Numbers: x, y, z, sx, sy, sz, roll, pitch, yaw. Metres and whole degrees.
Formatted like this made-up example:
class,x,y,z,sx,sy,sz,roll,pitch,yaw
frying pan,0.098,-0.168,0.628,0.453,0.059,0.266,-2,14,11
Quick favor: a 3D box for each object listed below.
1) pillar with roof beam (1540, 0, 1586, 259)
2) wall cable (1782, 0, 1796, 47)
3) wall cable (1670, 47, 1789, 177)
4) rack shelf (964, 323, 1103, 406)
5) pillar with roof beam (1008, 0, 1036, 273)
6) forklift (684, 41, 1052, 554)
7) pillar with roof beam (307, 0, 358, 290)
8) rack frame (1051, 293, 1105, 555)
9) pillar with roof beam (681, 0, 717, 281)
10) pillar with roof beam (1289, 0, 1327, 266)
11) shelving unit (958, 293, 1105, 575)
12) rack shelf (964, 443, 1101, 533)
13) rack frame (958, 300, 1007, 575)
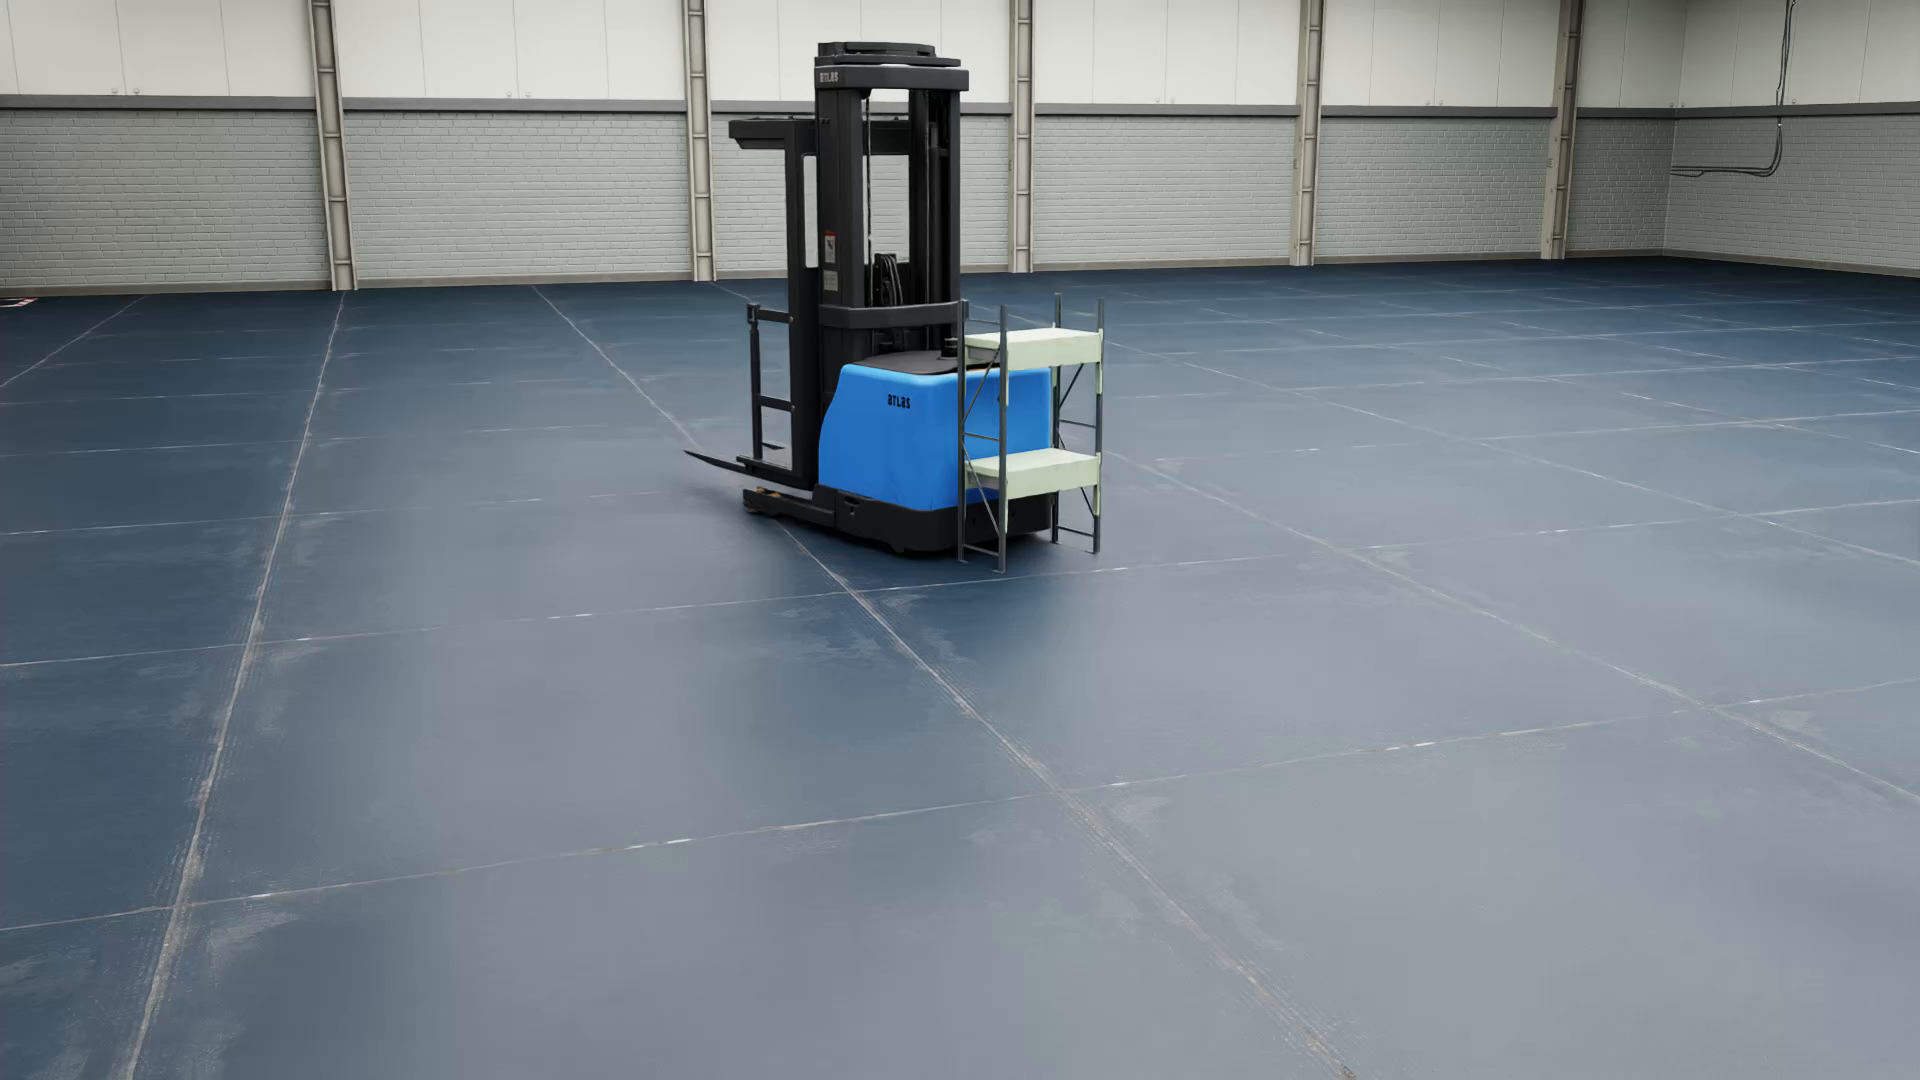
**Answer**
class,x,y,z,sx,sy,sz,roll,pitch,yaw
pillar with roof beam,13.884,-9.377,30.120,0.400,9.000,9.100,-4,14,-18
wall cable,16.588,-10.602,31.064,0.112,2.526,3.097,-4,14,-18
wall cable,15.725,-8.738,34.143,0.112,2.526,3.097,-4,14,-18
rack shelf,0.405,-1.005,9.440,0.720,0.370,0.431,-11,17,-38
pillar with roof beam,2.511,-8.492,26.396,0.400,9.000,9.100,-4,14,-18
forklift,-0.761,-1.627,10.650,1.130,2.935,3.031,-11,17,-38
pillar with roof beam,-8.862,-7.606,22.673,0.400,9.000,9.100,-4,14,-18
rack frame,0.689,-0.679,9.755,0.023,1.500,0.400,-11,17,-38
pillar with roof beam,-3.176,-8.049,24.535,0.400,9.000,9.100,-4,14,-18
pillar with roof beam,8.198,-8.935,28.258,0.400,9.000,9.100,-4,14,-18
shelving unit,0.405,-0.625,9.530,0.755,1.500,0.431,-11,17,-38
rack shelf,0.405,-0.308,9.605,0.720,0.370,0.431,-11,17,-38
rack frame,0.121,-0.572,9.305,0.023,1.500,0.400,-11,17,-38
